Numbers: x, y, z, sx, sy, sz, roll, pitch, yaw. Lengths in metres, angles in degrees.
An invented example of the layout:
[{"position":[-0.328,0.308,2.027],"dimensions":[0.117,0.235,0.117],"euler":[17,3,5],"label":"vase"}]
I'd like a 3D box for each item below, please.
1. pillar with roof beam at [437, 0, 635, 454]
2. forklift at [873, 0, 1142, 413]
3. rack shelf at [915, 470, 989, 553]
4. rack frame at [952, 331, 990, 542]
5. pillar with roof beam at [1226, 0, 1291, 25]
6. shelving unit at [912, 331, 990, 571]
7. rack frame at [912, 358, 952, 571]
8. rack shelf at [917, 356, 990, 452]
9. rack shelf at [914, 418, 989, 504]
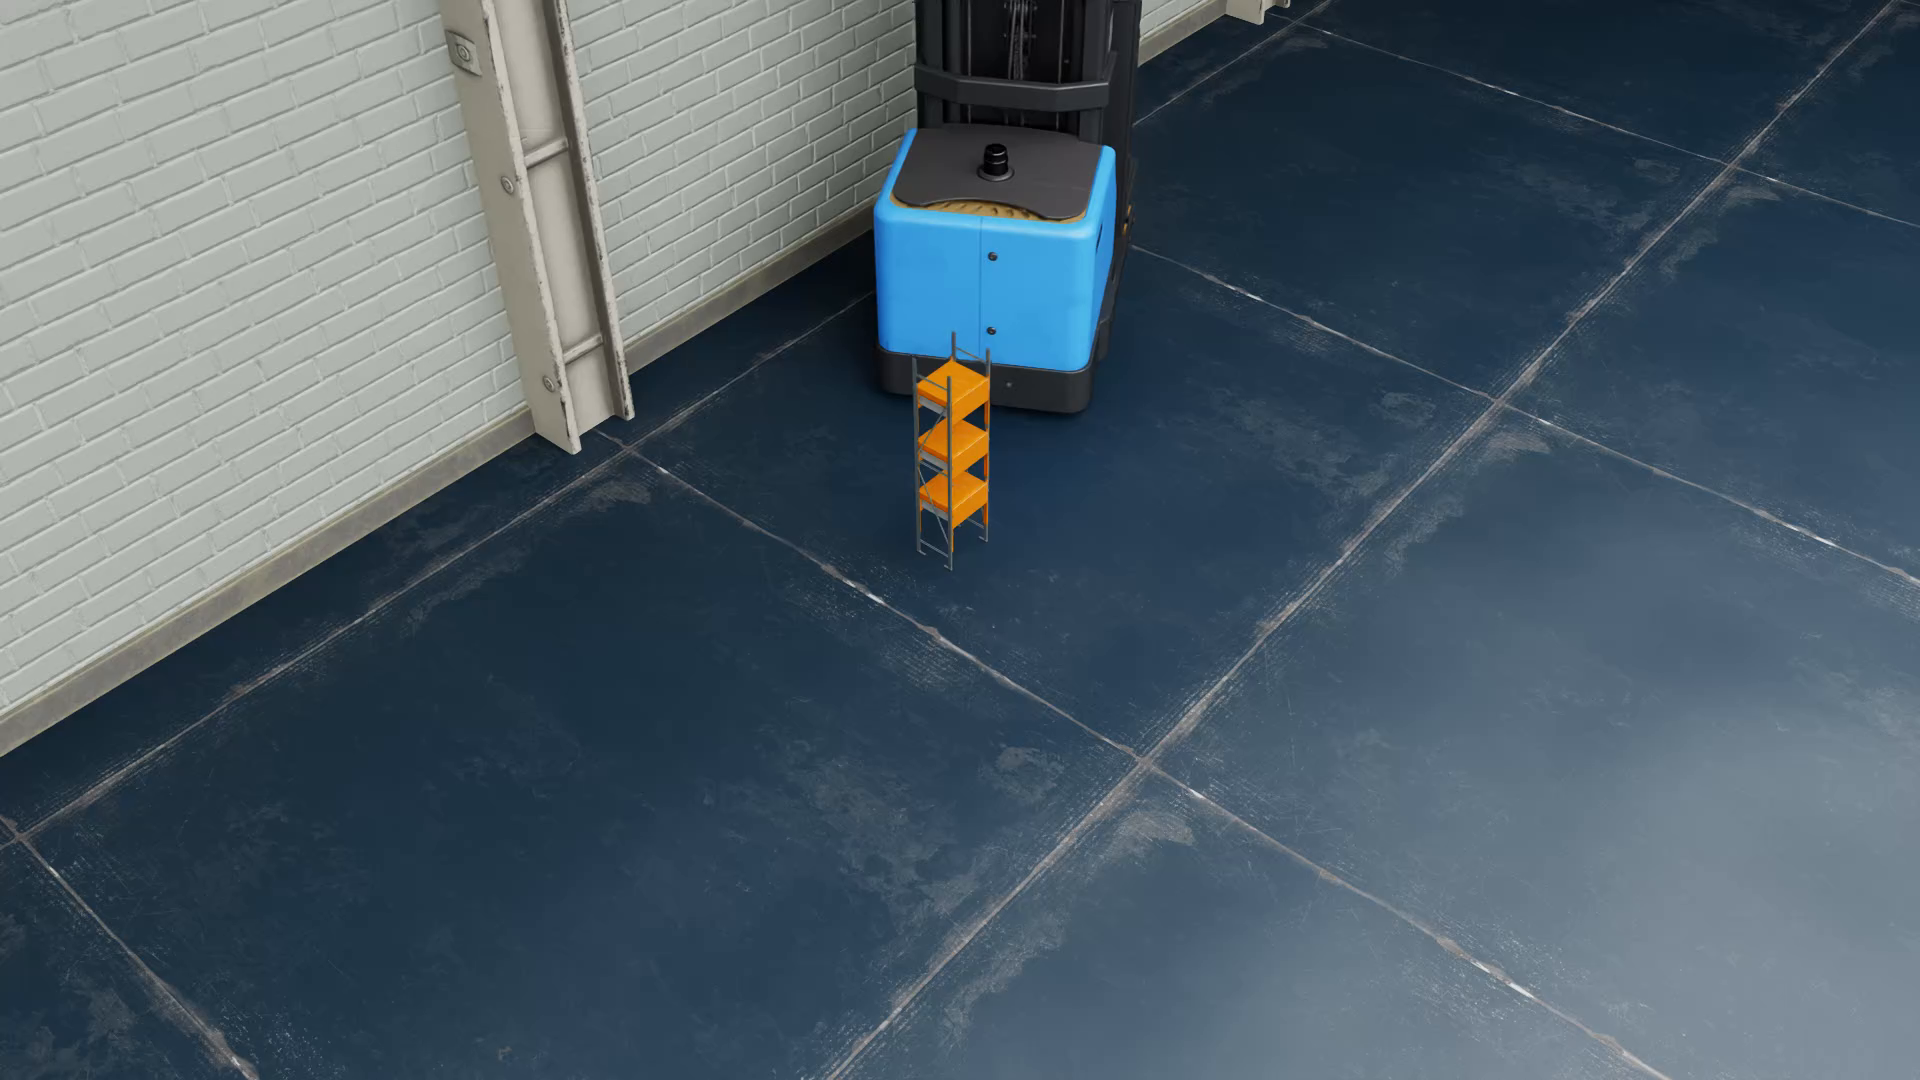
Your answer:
[{"position":[1.472,-2.037,2.983],"dimensions":[9.100,9.000,0.400],"euler":[29,50,28],"label":"pillar with roof beam"},{"position":[0.371,-2.695,8.217],"dimensions":[1.130,2.935,3.031],"euler":[7,43,8],"label":"forklift"},{"position":[-0.034,-0.147,7.243],"dimensions":[0.215,0.259,0.240],"euler":[29,50,28],"label":"rack shelf"},{"position":[0.044,-0.424,7.118],"dimensions":[0.200,1.050,0.008],"euler":[29,50,28],"label":"rack frame"},{"position":[5.333,-5.126,6.381],"dimensions":[9.100,9.000,0.400],"euler":[29,50,28],"label":"pillar with roof beam"},{"position":[-0.034,-0.361,7.049],"dimensions":[0.215,1.050,0.252],"euler":[29,50,28],"label":"shelving unit"},{"position":[-0.113,-0.298,6.980],"dimensions":[0.200,1.050,0.008],"euler":[29,50,28],"label":"rack frame"},{"position":[-0.034,-0.563,6.865],"dimensions":[0.215,0.259,0.240],"euler":[29,50,28],"label":"rack shelf"},{"position":[-0.034,-0.353,7.056],"dimensions":[0.215,0.259,0.240],"euler":[29,50,28],"label":"rack shelf"}]
